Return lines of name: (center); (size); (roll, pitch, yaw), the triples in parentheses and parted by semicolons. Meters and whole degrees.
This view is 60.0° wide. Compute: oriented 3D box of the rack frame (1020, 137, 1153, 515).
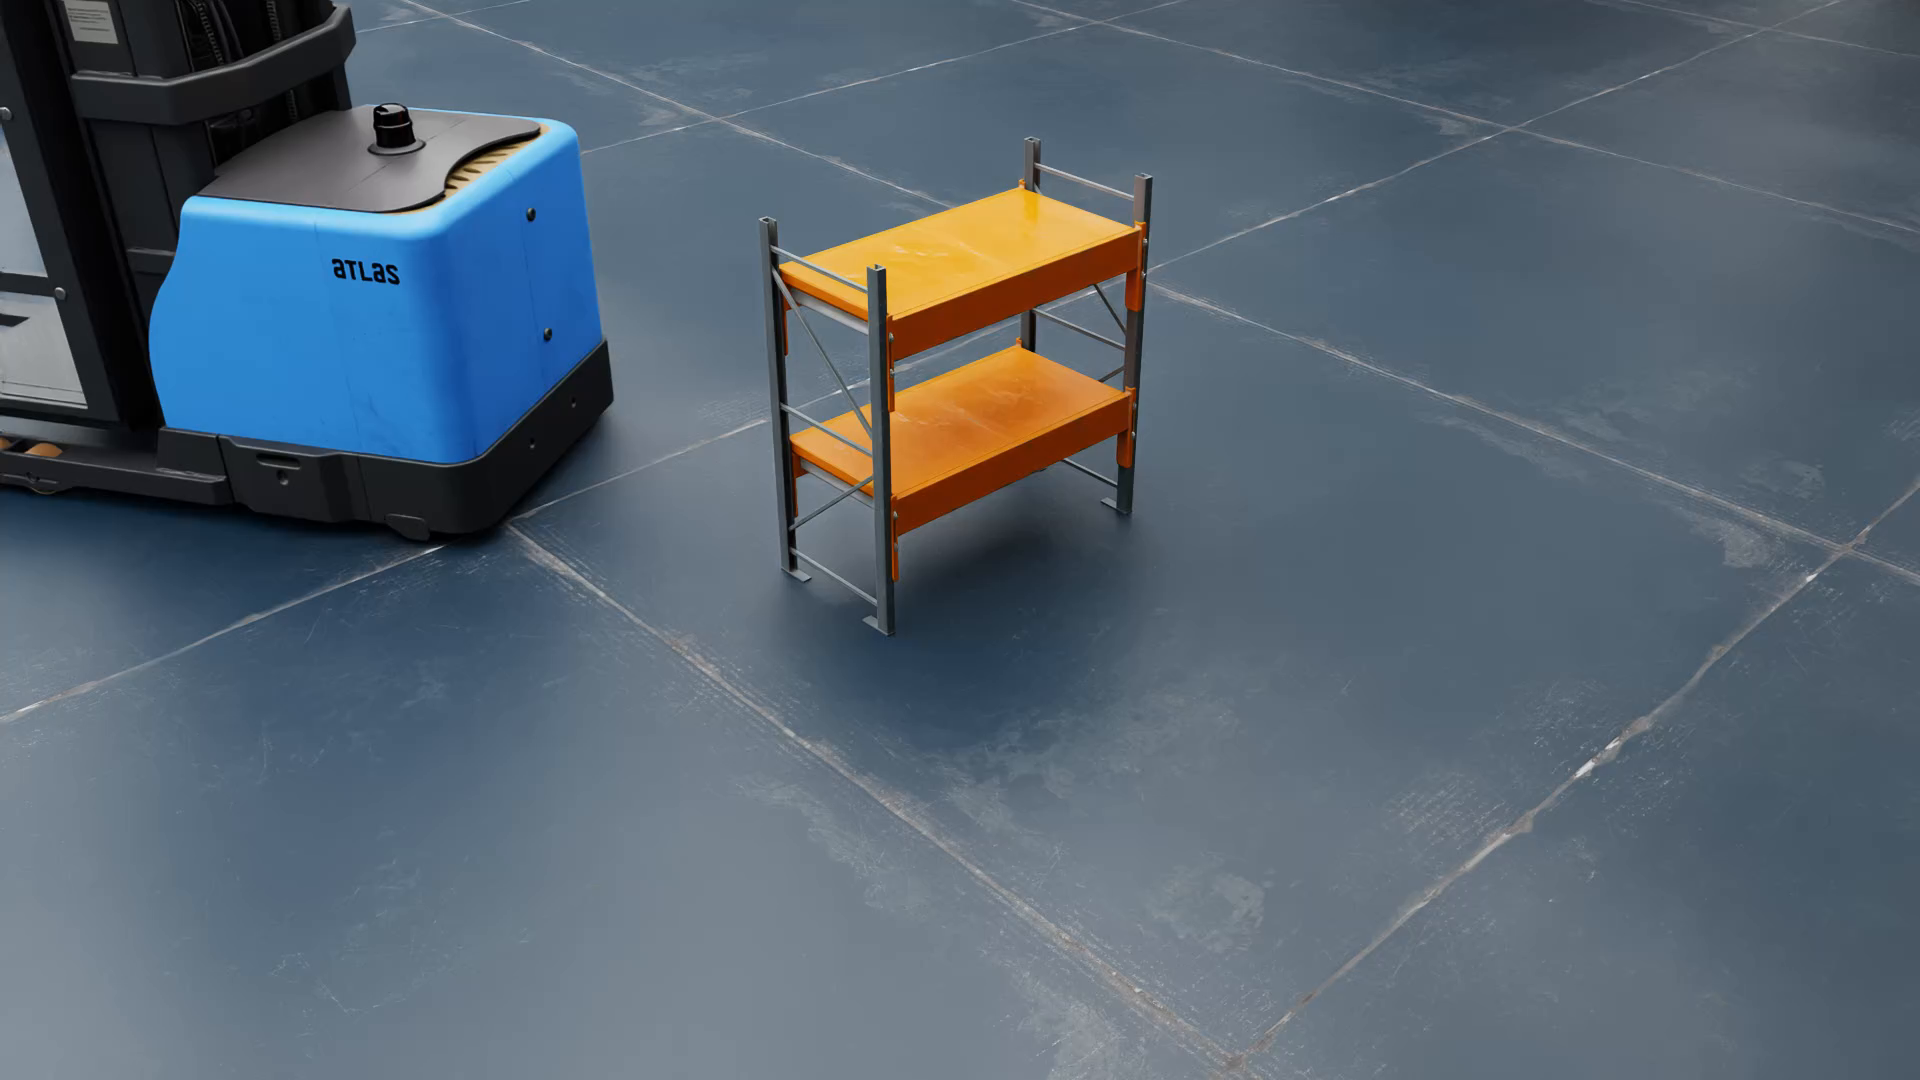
rack frame: (0.378, -0.663, 5.255); (0.032, 1.125, 0.500); (-26, 40, -35)

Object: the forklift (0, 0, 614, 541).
forklift: (-2.808, -1.657, 5.151); (3.031, 2.935, 1.130); (8, 32, 12)

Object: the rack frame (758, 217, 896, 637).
rack frame: (-0.368, -0.302, 4.666); (0.032, 1.125, 0.500); (-26, 40, -35)

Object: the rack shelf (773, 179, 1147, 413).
rack shelf: (0.005, -0.732, 4.808); (1.000, 0.278, 0.538); (-26, 40, -35)

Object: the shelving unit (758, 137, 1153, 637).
shelving unit: (0.005, -0.482, 4.960); (1.048, 1.125, 0.538); (-26, 40, -35)

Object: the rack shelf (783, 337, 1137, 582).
rack shelf: (0.005, -0.274, 5.088); (1.000, 0.278, 0.538); (-26, 40, -35)
